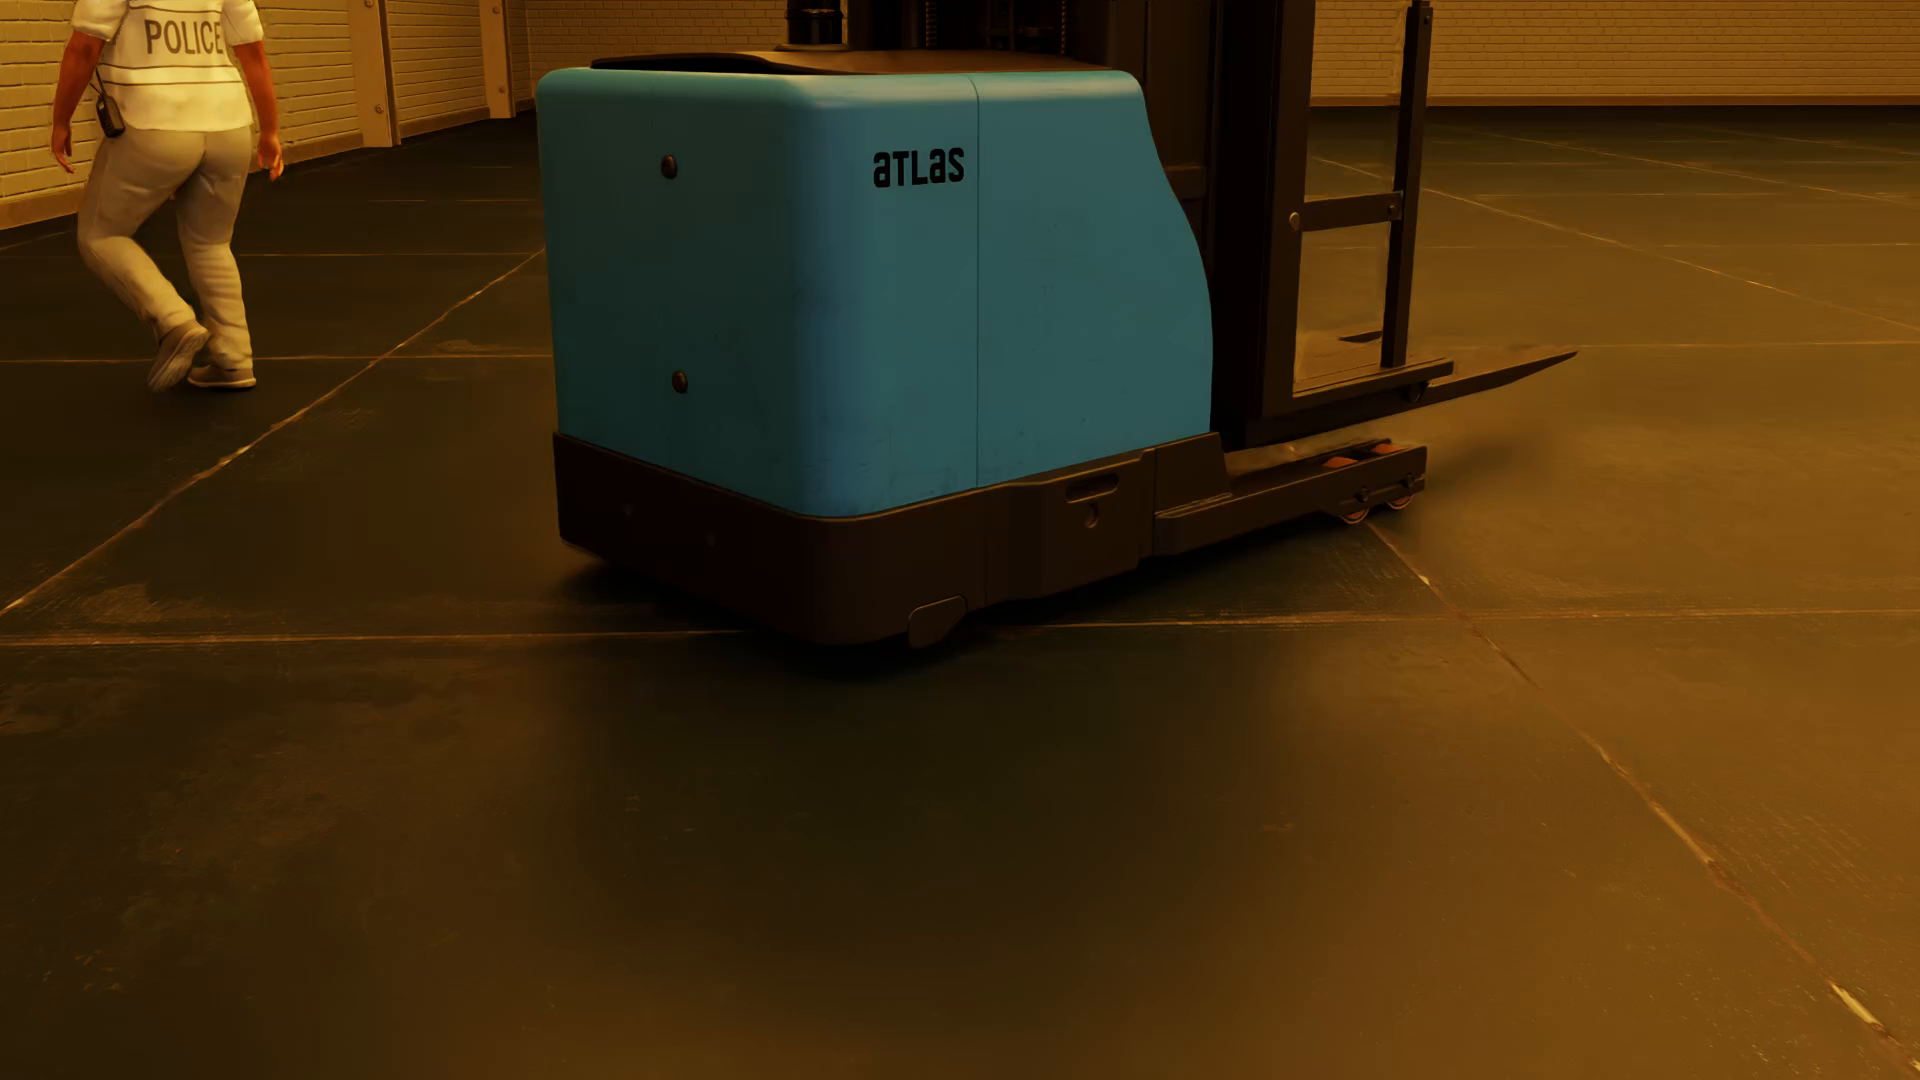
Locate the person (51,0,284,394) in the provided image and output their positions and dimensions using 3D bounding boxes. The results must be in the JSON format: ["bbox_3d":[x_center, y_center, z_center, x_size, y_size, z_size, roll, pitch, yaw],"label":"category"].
[{"bbox_3d":[-2.520,-1.279,5.298,0.470,1.645,0.646,10,20,31],"label":"person"}]

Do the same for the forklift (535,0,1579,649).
[{"bbox_3d":[0.534,-1.538,3.935,3.031,2.935,1.130,-15,23,-40],"label":"forklift"}]
